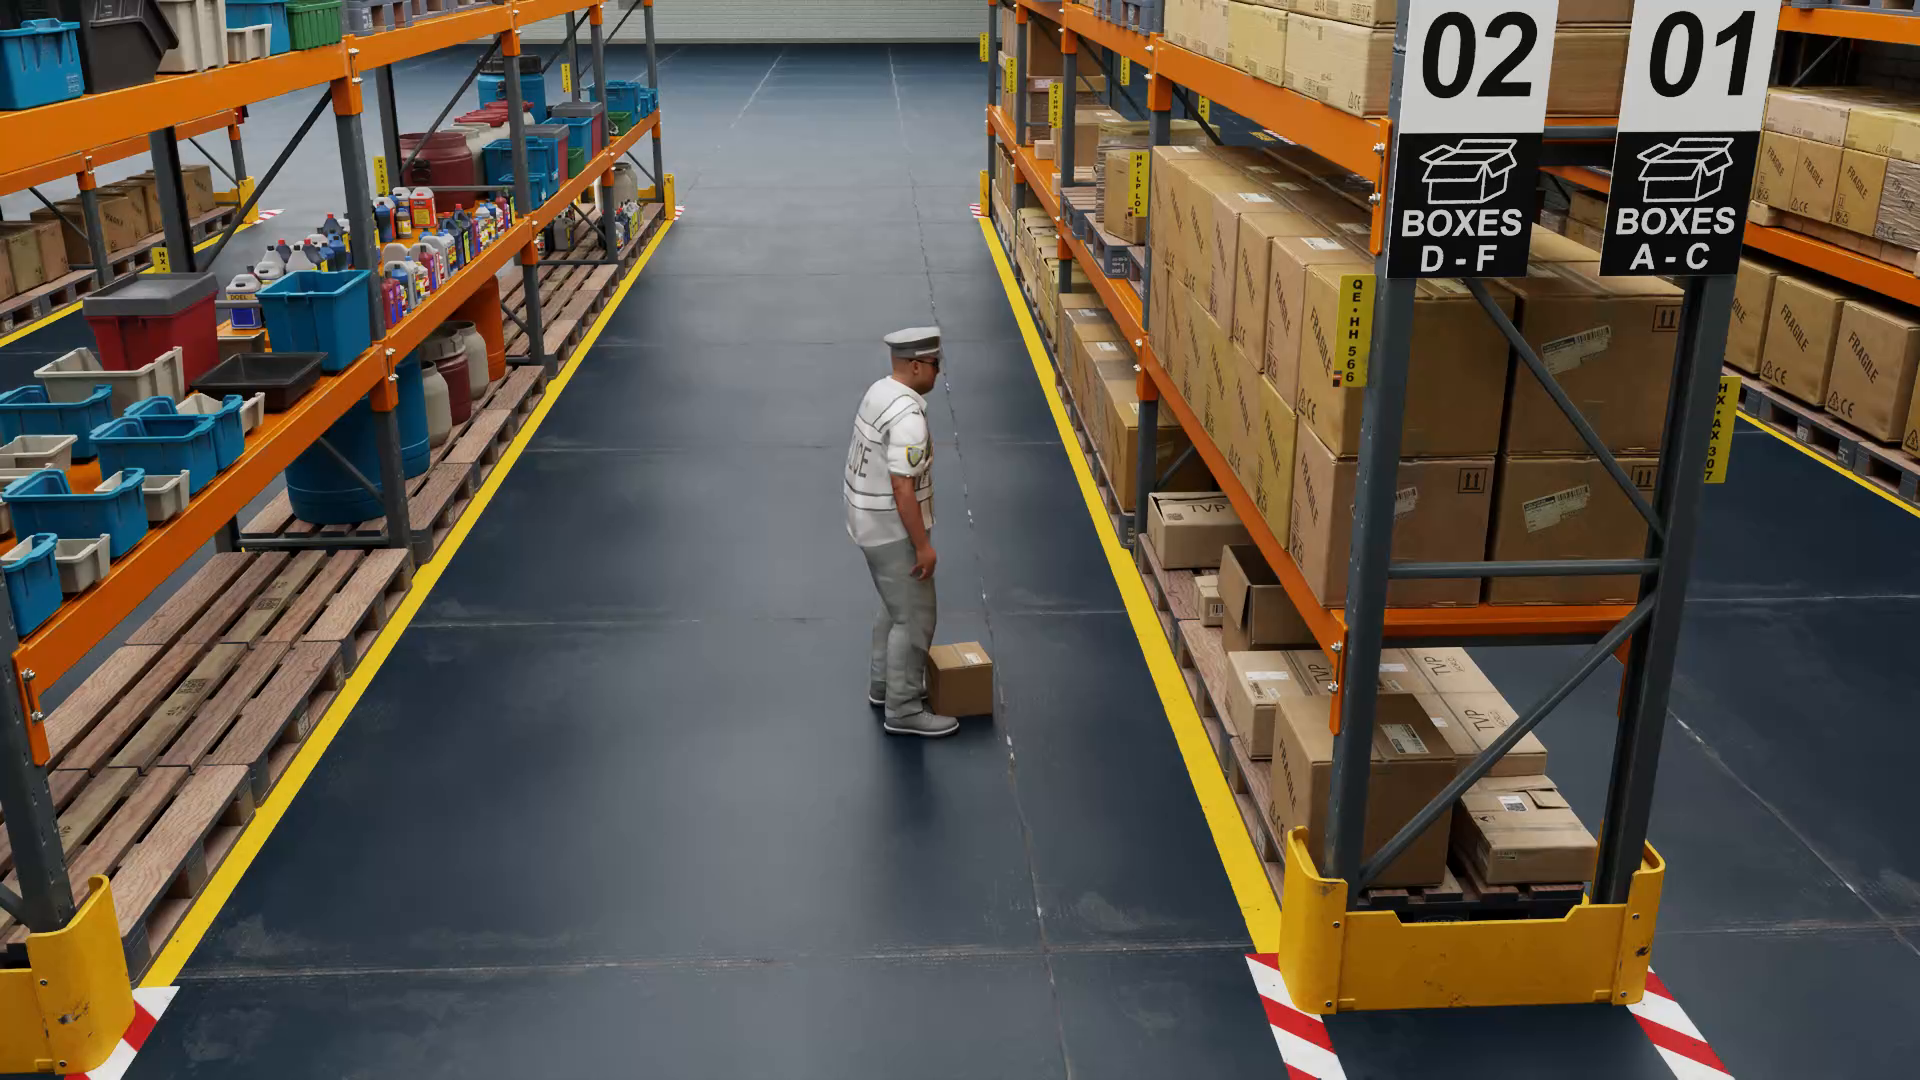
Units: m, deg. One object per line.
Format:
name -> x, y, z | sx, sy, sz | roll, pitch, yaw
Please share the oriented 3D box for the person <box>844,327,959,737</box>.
person -> -0.269, -0.047, 7.191 | 0.433, 1.748, 0.595 | -5, 21, -14
